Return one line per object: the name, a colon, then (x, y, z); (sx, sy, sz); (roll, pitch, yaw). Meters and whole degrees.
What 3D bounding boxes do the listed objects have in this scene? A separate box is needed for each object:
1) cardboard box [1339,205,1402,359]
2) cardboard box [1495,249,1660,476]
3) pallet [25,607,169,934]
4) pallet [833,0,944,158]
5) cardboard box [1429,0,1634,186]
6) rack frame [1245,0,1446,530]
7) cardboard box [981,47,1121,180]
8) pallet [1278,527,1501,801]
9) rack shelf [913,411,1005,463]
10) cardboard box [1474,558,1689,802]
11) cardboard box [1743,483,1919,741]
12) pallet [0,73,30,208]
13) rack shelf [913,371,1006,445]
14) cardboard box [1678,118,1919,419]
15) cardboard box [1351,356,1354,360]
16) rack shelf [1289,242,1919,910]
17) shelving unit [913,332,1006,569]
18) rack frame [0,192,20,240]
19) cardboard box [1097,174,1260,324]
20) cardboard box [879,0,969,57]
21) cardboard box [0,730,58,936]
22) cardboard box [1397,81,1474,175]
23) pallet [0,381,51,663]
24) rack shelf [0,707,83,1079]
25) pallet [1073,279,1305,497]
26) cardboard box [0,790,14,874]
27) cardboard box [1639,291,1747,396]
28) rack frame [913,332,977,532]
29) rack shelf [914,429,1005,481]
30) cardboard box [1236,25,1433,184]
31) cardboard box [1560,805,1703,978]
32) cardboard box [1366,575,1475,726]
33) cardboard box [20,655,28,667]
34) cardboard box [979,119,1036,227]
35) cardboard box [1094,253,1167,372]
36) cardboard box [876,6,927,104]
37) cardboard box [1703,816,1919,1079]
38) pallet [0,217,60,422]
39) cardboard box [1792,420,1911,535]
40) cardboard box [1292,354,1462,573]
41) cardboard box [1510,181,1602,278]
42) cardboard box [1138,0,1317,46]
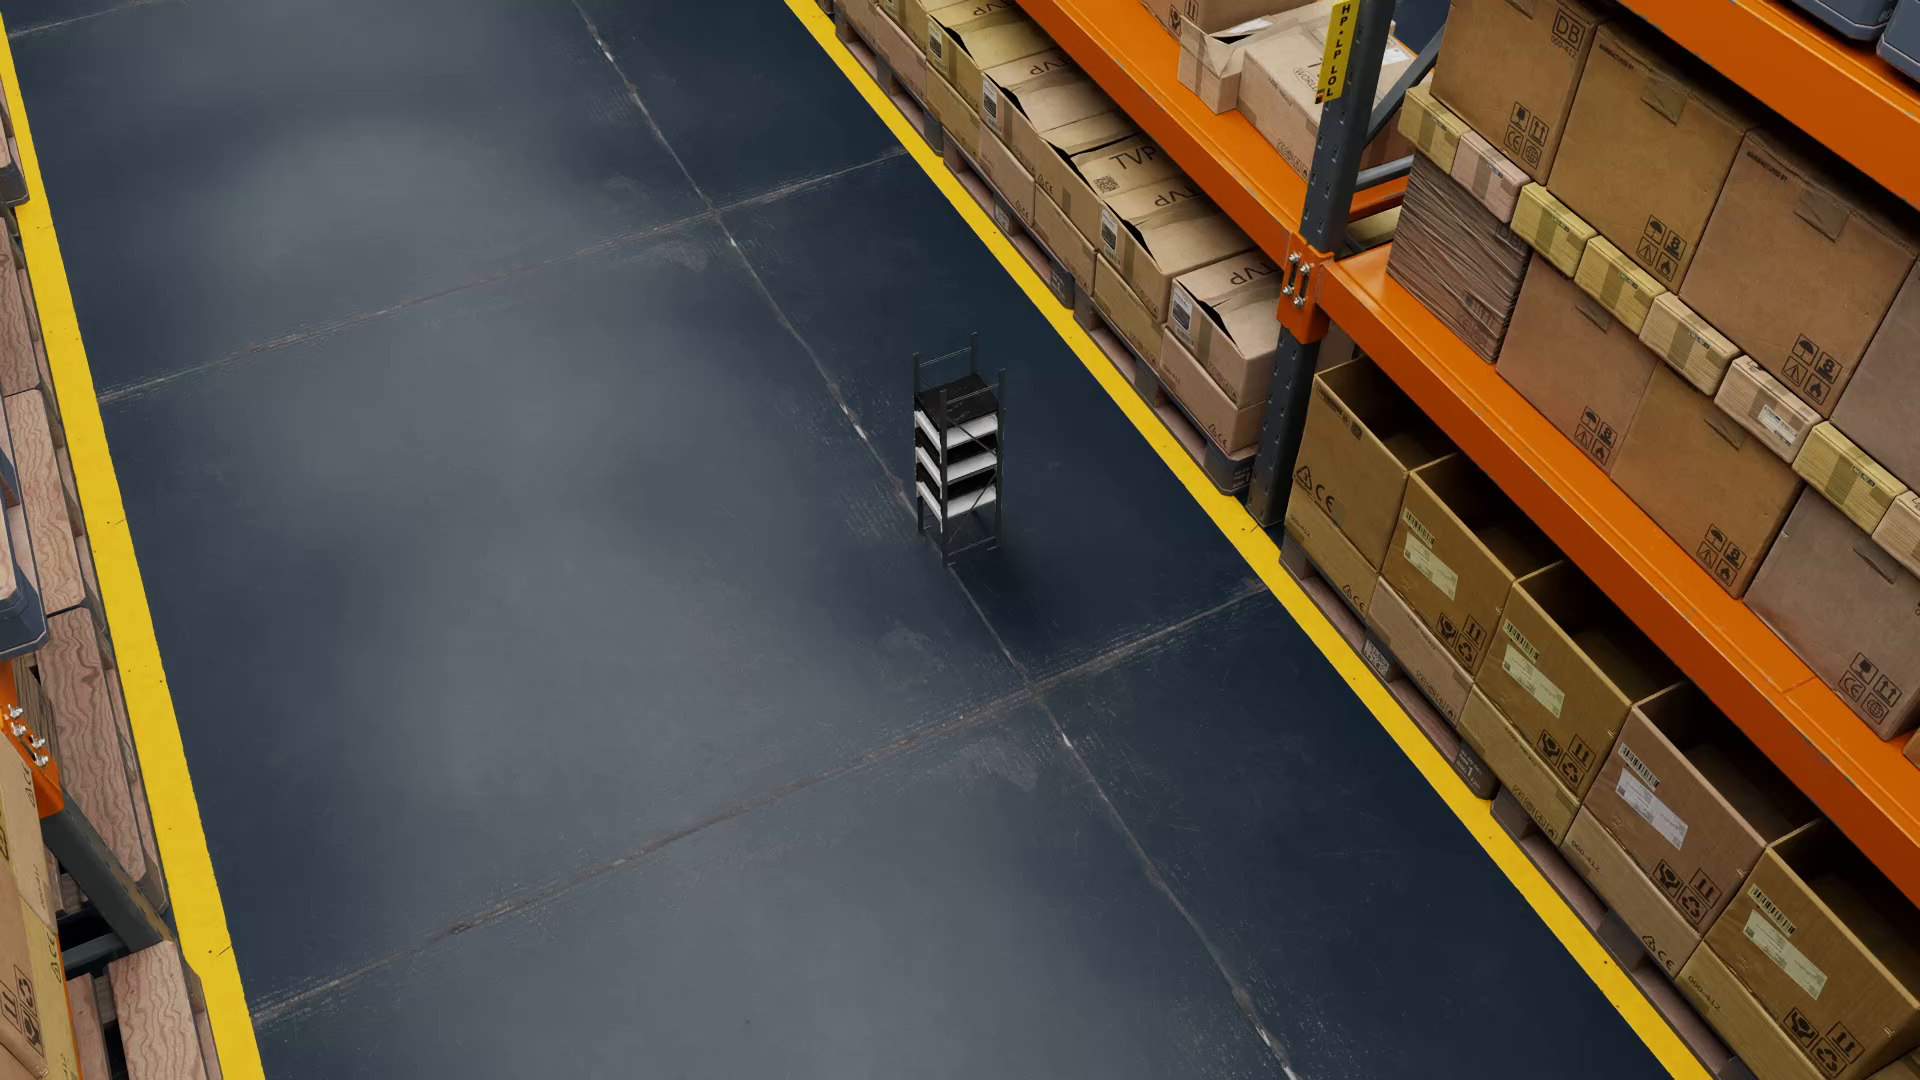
cardboard box: (1.593, -1.019, 6.323); (0.500, 0.311, 0.500); (-21, 52, -17)
cardboard box: (2.017, -0.626, 4.738); (0.700, 0.500, 0.500); (-22, 52, -18)
pallet: (-3.200, 0.868, 5.351); (1.003, 0.211, 1.213); (-21, 52, -18)
pallet: (0.072, -2.433, 8.238); (1.003, 0.211, 1.213); (-21, 52, -18)
cardboard box: (1.769, -1.404, 4.557); (0.700, 0.500, 0.500); (-21, 52, -17)
rack frame: (1.561, -1.239, 5.341); (1.000, 3.000, 0.127); (-21, 52, -18)
cardboard box: (0.424, -1.847, 7.048); (0.500, 0.311, 0.500); (-22, 52, -18)
pallet: (1.887, 0.226, 5.912); (1.003, 0.211, 1.213); (-21, 52, -18)
rack shelf: (-0.004, -0.398, 5.806); (0.258, 0.077, 0.200); (-21, 52, -18)
cardboard box: (1.952, 0.369, 4.984); (0.500, 0.500, 0.500); (-21, 52, -18)
cardboard box: (2.478, 0.054, 4.144); (0.700, 0.500, 0.500); (-20, 52, -16)
pallet: (-4.966, -1.843, 7.721); (1.003, 0.211, 1.213); (-21, 52, -18)
rack shelf: (-0.004, -0.458, 5.738); (0.258, 0.077, 0.200); (-21, 52, -18)
cardboard box: (2.230, -0.731, 3.968); (0.700, 0.500, 0.500); (-21, 52, -18)
cardboard box: (1.597, -0.827, 6.528); (0.500, 0.250, 0.500); (-22, 52, -18)
rack shelf: (2.476, 0.337, 4.441); (1.077, 0.370, 4.000); (-21, 52, -18)
shelving unit: (-0.004, -0.302, 5.916); (0.258, 0.900, 0.210); (-21, 52, -18)
rack frame: (-4.673, -2.207, 6.188); (1.000, 3.000, 0.127); (-21, 52, -18)
cardboard box: (0.877, -1.175, 6.460); (0.500, 0.311, 0.500); (-20, 52, -17)
cardboard box: (-0.043, -2.533, 7.648); (0.500, 0.311, 0.500); (-22, 52, -18)
cardboard box: (-2.356, 0.726, 3.709); (0.500, 0.250, 0.500); (-21, 52, -17)
cardboard box: (1.512, -1.239, 4.843); (0.380, 0.149, 0.250); (-21, 52, -18)
pallet: (-3.063, -0.028, 4.409); (1.003, 0.211, 1.213); (-21, 52, -18)
rack shelf: (-1.927, 2.046, 2.946); (1.077, 0.370, 4.000); (-21, 52, -18)
pallet: (1.189, -0.800, 6.810); (1.003, 0.211, 1.213); (-21, 52, -18)
cardboard box: (-2.351, 0.476, 3.429); (0.500, 0.500, 0.500); (-21, 52, -18)
cardboard box: (1.980, -0.555, 4.245); (0.380, 0.149, 0.250); (-23, 53, -19)
rack frame: (-0.050, -0.370, 5.976); (0.240, 0.900, 0.006); (-21, 52, -18)
rack shelf: (-0.004, -0.339, 5.873); (0.258, 0.077, 0.200); (-21, 52, -18)
cardboard box: (1.297, -1.504, 5.672); (0.500, 0.250, 0.500); (-18, 51, -15)
cardboard box: (2.186, 0.949, 4.975); (0.500, 0.250, 0.500); (-21, 52, -18)
cardboard box: (1.728, 0.280, 5.560); (0.500, 0.250, 0.500); (-21, 52, -18)
cardboard box: (-3.475, 0.333, 5.335); (0.700, 0.500, 0.500); (-22, 52, -18)
cardboard box: (0.417, -1.672, 7.267); (0.500, 0.250, 0.500); (-20, 52, -17)
cardboard box: (0.883, -0.989, 6.670); (0.500, 0.250, 0.500); (-22, 52, -18)
cardboard box: (-0.060, -2.361, 7.870); (0.500, 0.250, 0.500); (-23, 53, -19)
cardboard box: (2.411, 1.038, 4.399); (0.500, 0.500, 0.500); (-21, 52, -18)
pallet: (-4.316, -0.765, 6.779); (1.003, 0.211, 1.213); (-21, 52, -18)
cardboard box: (2.224, -0.203, 3.937); (0.380, 0.149, 0.250); (-22, 52, -18)
cardboard box: (1.495, -0.300, 5.569); (0.500, 0.500, 0.500); (-21, 52, -18)
cardboard box: (1.746, -0.898, 4.546); (0.380, 0.149, 0.250); (-22, 53, -18)
cardboard box: (0.983, -2.144, 6.066); (0.500, 0.500, 0.500); (-18, 51, -15)
